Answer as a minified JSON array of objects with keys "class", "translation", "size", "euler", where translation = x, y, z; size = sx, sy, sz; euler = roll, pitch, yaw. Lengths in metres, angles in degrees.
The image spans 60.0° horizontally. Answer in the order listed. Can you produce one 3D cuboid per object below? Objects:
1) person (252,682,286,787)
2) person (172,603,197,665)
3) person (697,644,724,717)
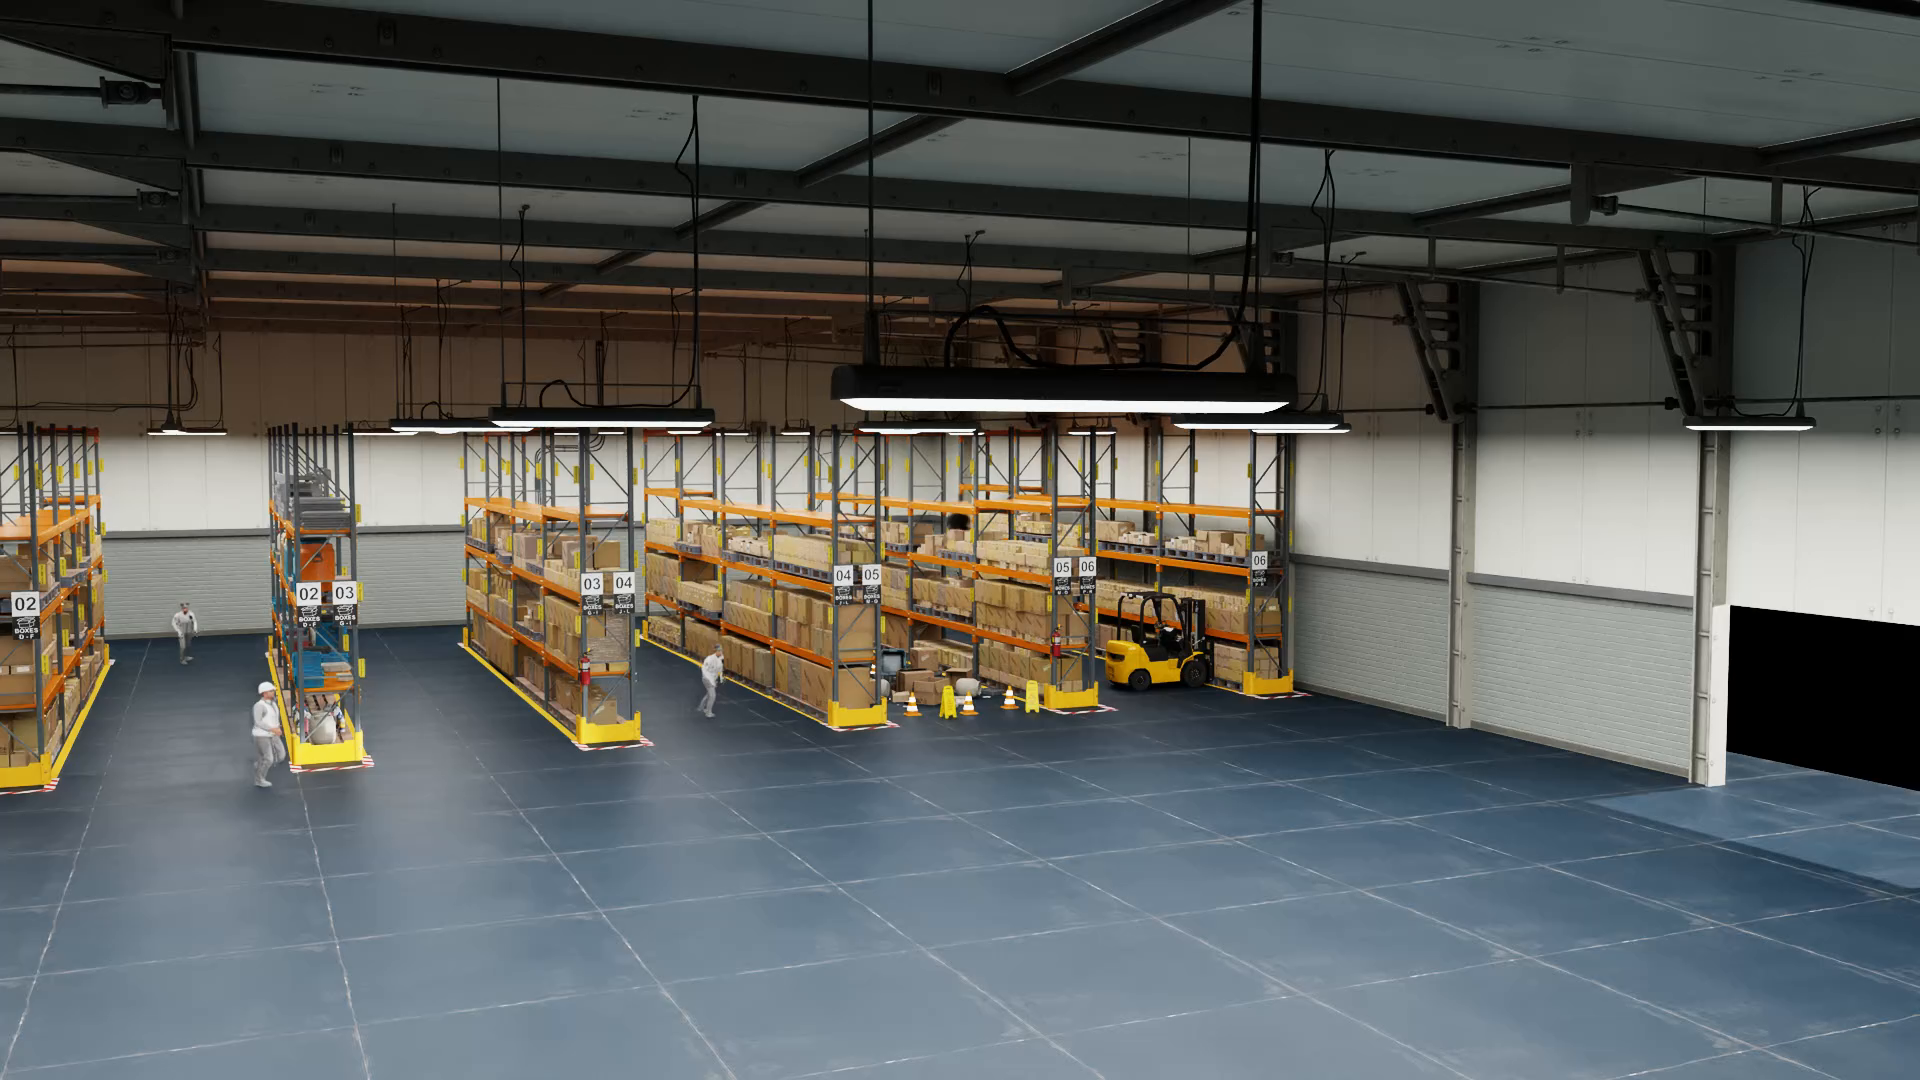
[{"class":"person","translation":[-11.376,3.191,27.361],"size":[0.614,1.721,0.643],"euler":[0,4,7]},{"class":"person","translation":[-19.723,2.357,42.272],"size":[0.808,1.594,0.626],"euler":[3,5,43]},{"class":"person","translation":[-5.141,2.872,34.233],"size":[0.815,1.533,0.637],"euler":[2,4,27]}]
